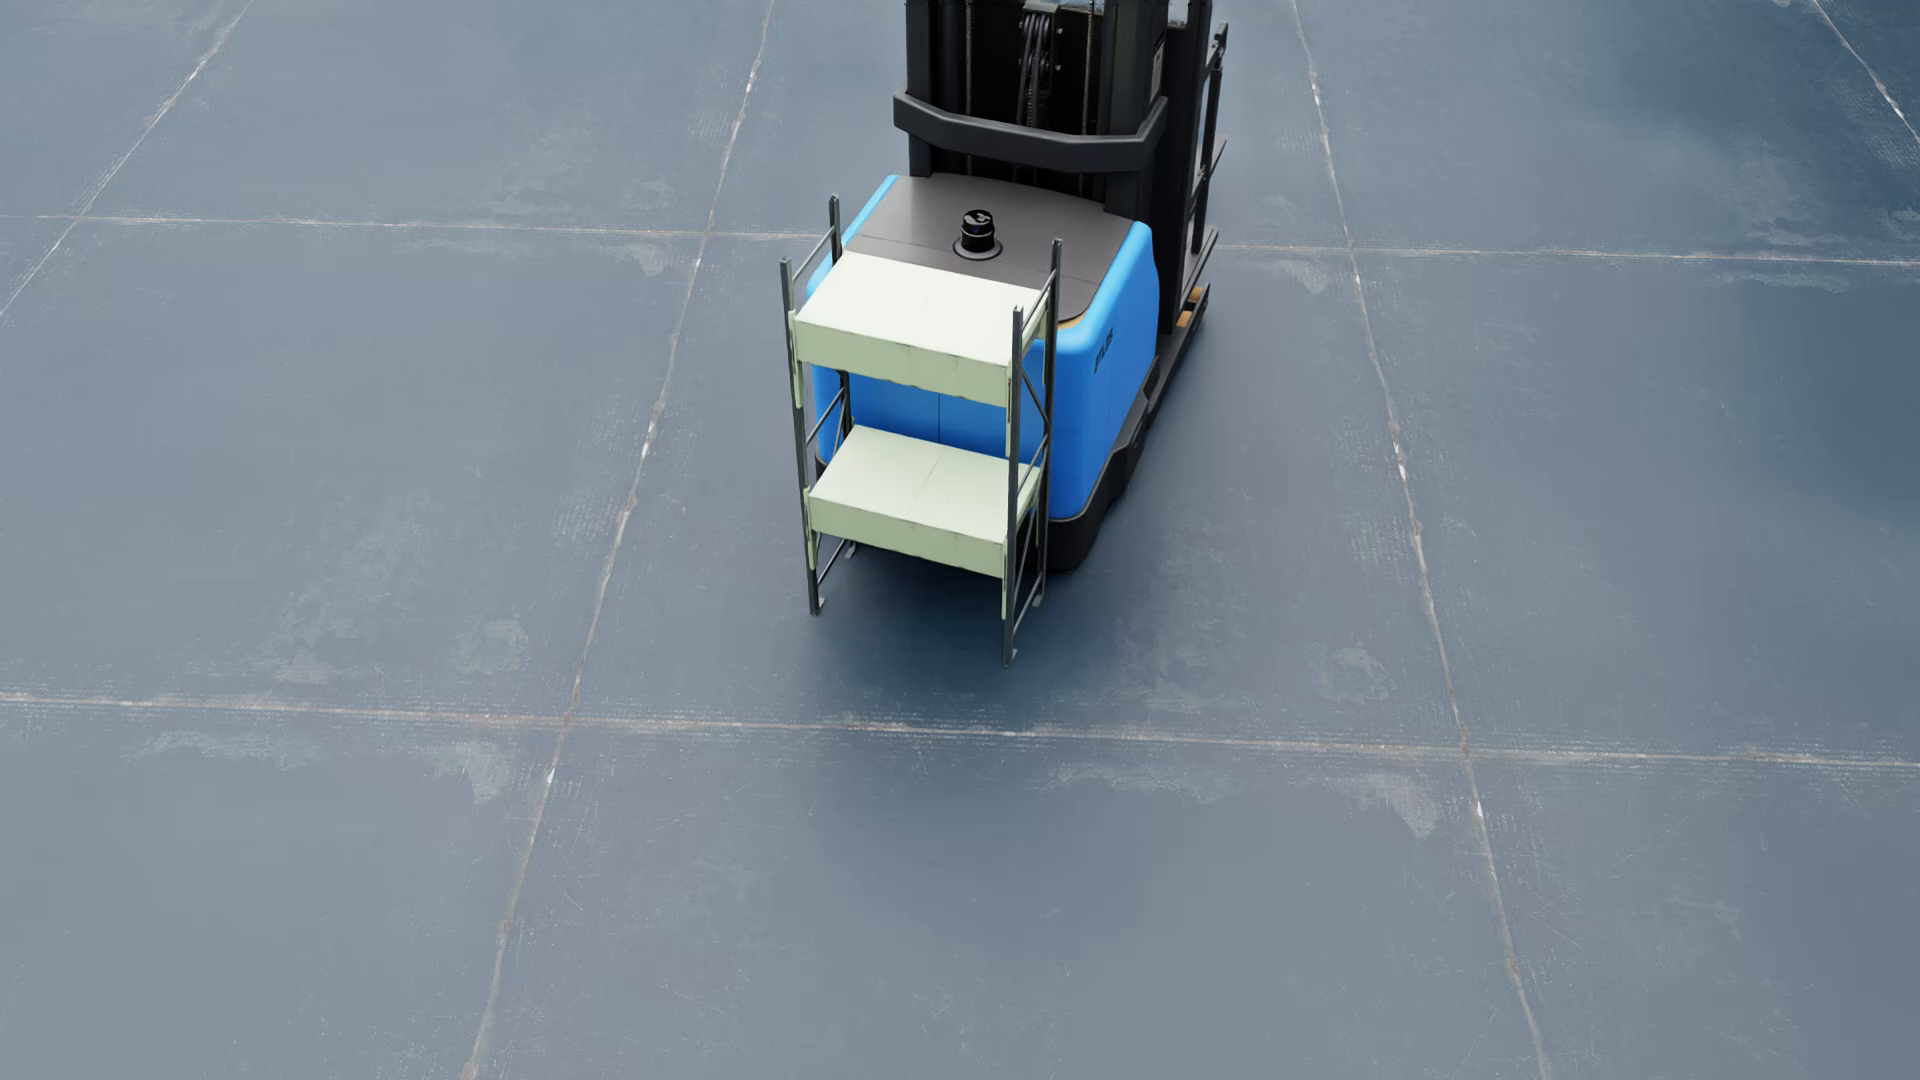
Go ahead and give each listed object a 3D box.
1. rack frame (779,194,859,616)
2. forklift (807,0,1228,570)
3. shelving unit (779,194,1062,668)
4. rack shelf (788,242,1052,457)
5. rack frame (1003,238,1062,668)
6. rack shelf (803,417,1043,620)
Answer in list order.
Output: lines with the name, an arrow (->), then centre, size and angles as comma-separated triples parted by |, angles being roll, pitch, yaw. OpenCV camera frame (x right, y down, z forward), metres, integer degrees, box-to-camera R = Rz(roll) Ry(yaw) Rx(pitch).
rack frame -> -0.458, -0.405, 5.584 | 0.023, 1.500, 0.400 | 14, 45, 15
forklift -> 0.446, -1.981, 6.227 | 1.130, 2.935, 3.031 | 14, 45, 15
shelving unit -> -0.114, -0.319, 5.492 | 0.755, 1.500, 0.431 | 14, 45, 15
rack shelf -> -0.114, -0.604, 5.226 | 0.720, 0.370, 0.431 | 14, 45, 15
rack frame -> 0.230, -0.233, 5.400 | 0.023, 1.500, 0.400 | 14, 45, 15
rack shelf -> -0.114, -0.081, 5.714 | 0.720, 0.370, 0.431 | 14, 45, 15
